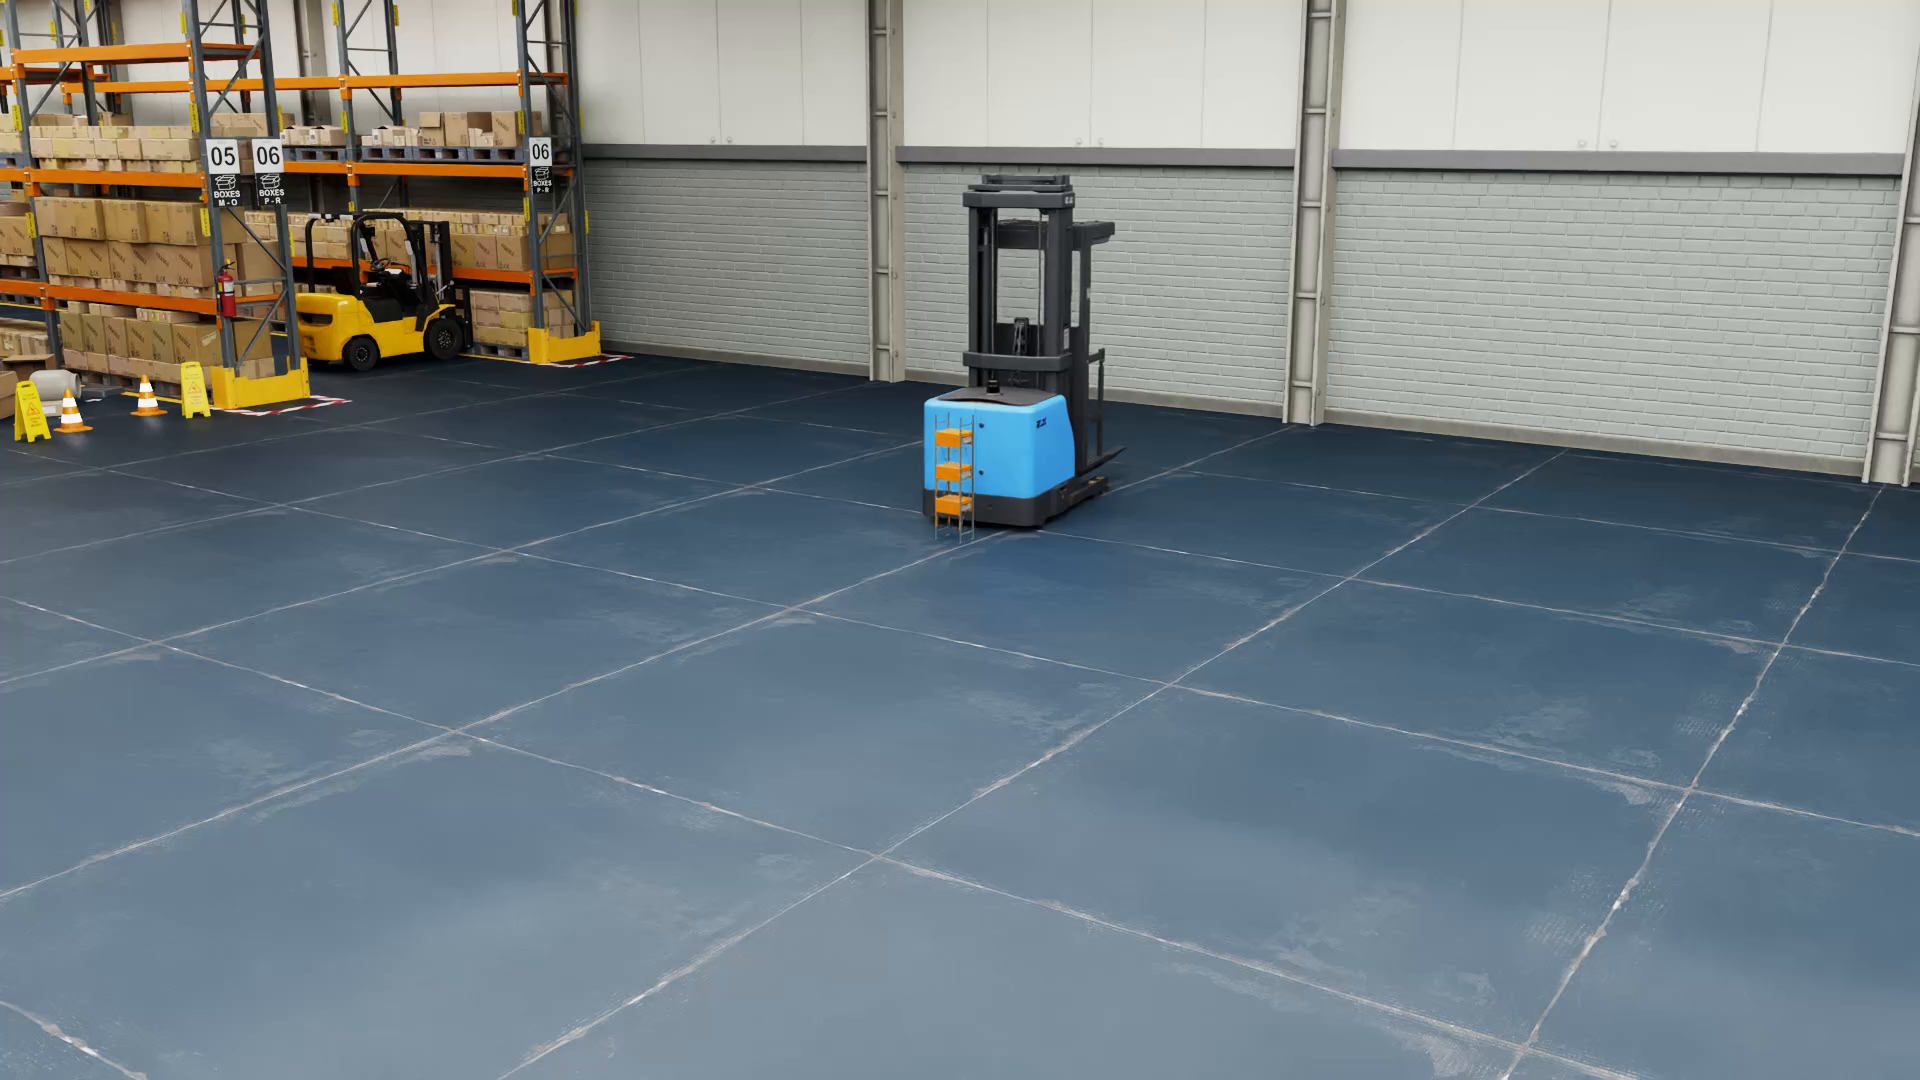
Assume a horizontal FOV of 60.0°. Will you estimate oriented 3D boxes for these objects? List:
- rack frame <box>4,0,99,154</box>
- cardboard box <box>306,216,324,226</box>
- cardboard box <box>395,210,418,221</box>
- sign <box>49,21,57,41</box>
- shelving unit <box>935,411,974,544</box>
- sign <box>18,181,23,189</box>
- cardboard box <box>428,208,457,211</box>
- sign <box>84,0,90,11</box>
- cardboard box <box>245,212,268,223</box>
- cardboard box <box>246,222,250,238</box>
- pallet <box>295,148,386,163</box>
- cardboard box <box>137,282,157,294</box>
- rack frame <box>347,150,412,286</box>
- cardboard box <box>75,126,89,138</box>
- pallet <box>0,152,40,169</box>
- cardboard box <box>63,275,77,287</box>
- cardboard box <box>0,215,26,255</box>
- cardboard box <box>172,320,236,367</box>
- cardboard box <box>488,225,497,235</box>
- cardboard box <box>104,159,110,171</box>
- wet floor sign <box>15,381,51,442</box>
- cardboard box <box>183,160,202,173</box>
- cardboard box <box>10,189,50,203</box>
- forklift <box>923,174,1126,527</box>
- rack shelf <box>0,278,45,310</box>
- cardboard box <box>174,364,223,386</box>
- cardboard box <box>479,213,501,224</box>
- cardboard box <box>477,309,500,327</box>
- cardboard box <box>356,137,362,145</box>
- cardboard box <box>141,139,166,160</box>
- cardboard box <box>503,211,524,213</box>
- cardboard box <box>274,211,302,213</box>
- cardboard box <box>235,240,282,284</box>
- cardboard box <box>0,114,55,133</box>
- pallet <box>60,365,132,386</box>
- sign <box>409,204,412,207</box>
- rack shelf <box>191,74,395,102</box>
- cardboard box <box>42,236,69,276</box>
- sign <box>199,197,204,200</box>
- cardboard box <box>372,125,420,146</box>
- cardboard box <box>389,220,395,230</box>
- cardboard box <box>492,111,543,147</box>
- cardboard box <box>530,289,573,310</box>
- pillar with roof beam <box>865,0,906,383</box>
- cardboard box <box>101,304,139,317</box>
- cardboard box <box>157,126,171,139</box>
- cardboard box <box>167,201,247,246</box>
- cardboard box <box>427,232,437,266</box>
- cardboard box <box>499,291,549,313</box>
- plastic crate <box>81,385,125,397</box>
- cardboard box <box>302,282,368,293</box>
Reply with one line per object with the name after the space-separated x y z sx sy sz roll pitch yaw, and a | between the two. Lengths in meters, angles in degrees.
-11.971 -6.621 21.844 0.127 3.000 1.000 9 17 33 | rack frame
-10.302 -5.148 26.817 0.250 0.149 0.380 9 16 31 | cardboard box
-8.465 -5.001 25.606 0.250 0.149 0.380 10 17 34 | cardboard box
-16.160 -9.071 29.630 0.005 0.325 0.100 9 17 33 | sign
-0.044 -0.517 13.726 0.252 1.050 0.215 9 17 33 | shelving unit
-18.835 -7.132 33.325 0.005 0.325 0.100 9 17 33 | sign
-8.116 -5.129 26.123 0.250 0.149 0.380 9 16 32 | cardboard box
-11.653 -7.219 22.150 0.005 0.325 0.100 9 17 33 | sign
-11.749 -5.400 27.839 0.250 0.149 0.380 9 17 33 | cardboard box
-11.877 -5.230 27.981 0.500 0.250 0.500 10 17 35 | cardboard box
-9.943 -6.178 26.695 1.217 0.209 0.805 8 16 31 | pallet
-10.182 -3.216 21.095 0.250 0.149 0.380 9 17 32 | cardboard box
-9.204 -4.700 26.565 0.127 3.000 1.000 9 17 33 | rack frame
-11.009 -5.193 21.180 0.250 0.149 0.380 9 16 31 | cardboard box
-12.424 -5.178 22.648 1.003 0.211 1.213 9 17 33 | pallet
-11.650 -3.458 22.071 0.250 0.149 0.380 10 17 34 | cardboard box
-12.895 -4.189 22.800 0.500 0.500 0.500 9 17 33 | cardboard box
-9.462 -2.461 20.812 0.500 0.500 0.500 9 17 33 | cardboard box
-6.739 -4.592 24.575 0.250 0.149 0.380 10 17 34 | cardboard box
-10.568 -4.745 21.031 0.250 0.149 0.380 9 17 33 | cardboard box
-10.202 -1.420 18.218 0.232 0.644 0.267 6 15 23 | wet floor sign
-9.104 -4.499 20.036 0.250 0.149 0.380 9 17 33 | cardboard box
-17.690 -6.429 31.683 0.500 0.500 0.500 10 17 34 | cardboard box
0.740 -1.845 15.176 1.130 2.935 3.031 6 15 23 | forklift
-13.631 -3.628 23.735 4.000 0.370 1.077 9 17 33 | rack shelf
-9.493 -2.100 20.912 0.500 0.250 0.500 9 17 33 | cardboard box
-6.919 -4.782 24.720 0.250 0.149 0.380 9 17 33 | cardboard box
-6.873 -3.347 24.910 0.500 0.250 0.500 9 17 32 | cardboard box
-9.799 -6.439 26.790 0.250 0.149 0.380 9 17 33 | cardboard box
-9.636 -4.786 20.365 0.500 0.250 0.500 9 16 32 | cardboard box
-6.667 -4.869 25.073 0.250 0.149 0.380 9 17 33 | cardboard box
-11.437 -5.517 28.311 0.250 0.149 0.380 9 16 32 | cardboard box
-8.890 -3.485 20.830 0.500 0.500 0.500 9 16 32 | cardboard box
-12.523 -5.591 22.324 0.500 0.250 0.500 10 17 34 | cardboard box
-11.394 -2.273 22.565 1.213 0.211 1.003 9 17 33 | pallet
-8.896 -5.269 26.900 0.005 0.325 0.100 9 17 33 | sign
-10.864 -7.337 27.062 4.000 0.370 1.077 9 17 33 | rack shelf
-11.762 -3.788 22.055 0.500 0.500 0.500 9 17 33 | cardboard box
-12.818 -5.650 28.160 0.005 0.325 0.100 9 17 33 | sign
-8.650 -6.205 25.506 0.500 0.311 0.500 10 17 34 | cardboard box
-8.639 -4.904 25.833 0.250 0.149 0.380 9 17 33 | cardboard box
-6.388 -5.931 24.007 0.500 0.500 0.500 10 17 35 | cardboard box
-6.178 -3.620 24.971 0.500 0.250 0.500 9 16 32 | cardboard box
-3.384 -5.685 18.063 0.400 9.000 9.100 9 17 33 | pillar with roof beam
-10.910 -2.992 21.603 0.250 0.149 0.380 10 17 36 | cardboard box
-9.512 -4.953 20.212 0.250 0.149 0.380 9 16 32 | cardboard box
-9.198 -3.876 20.331 0.500 0.500 0.700 9 16 31 | cardboard box
-7.714 -4.431 25.271 0.500 0.500 0.500 9 17 33 | cardboard box
-6.441 -3.517 24.556 0.500 0.250 0.500 10 17 35 | cardboard box
-11.126 -1.918 21.405 0.583 0.080 0.402 3 14 14 | plastic crate
-10.283 -3.924 27.500 0.625 0.625 0.875 9 17 32 | cardboard box
